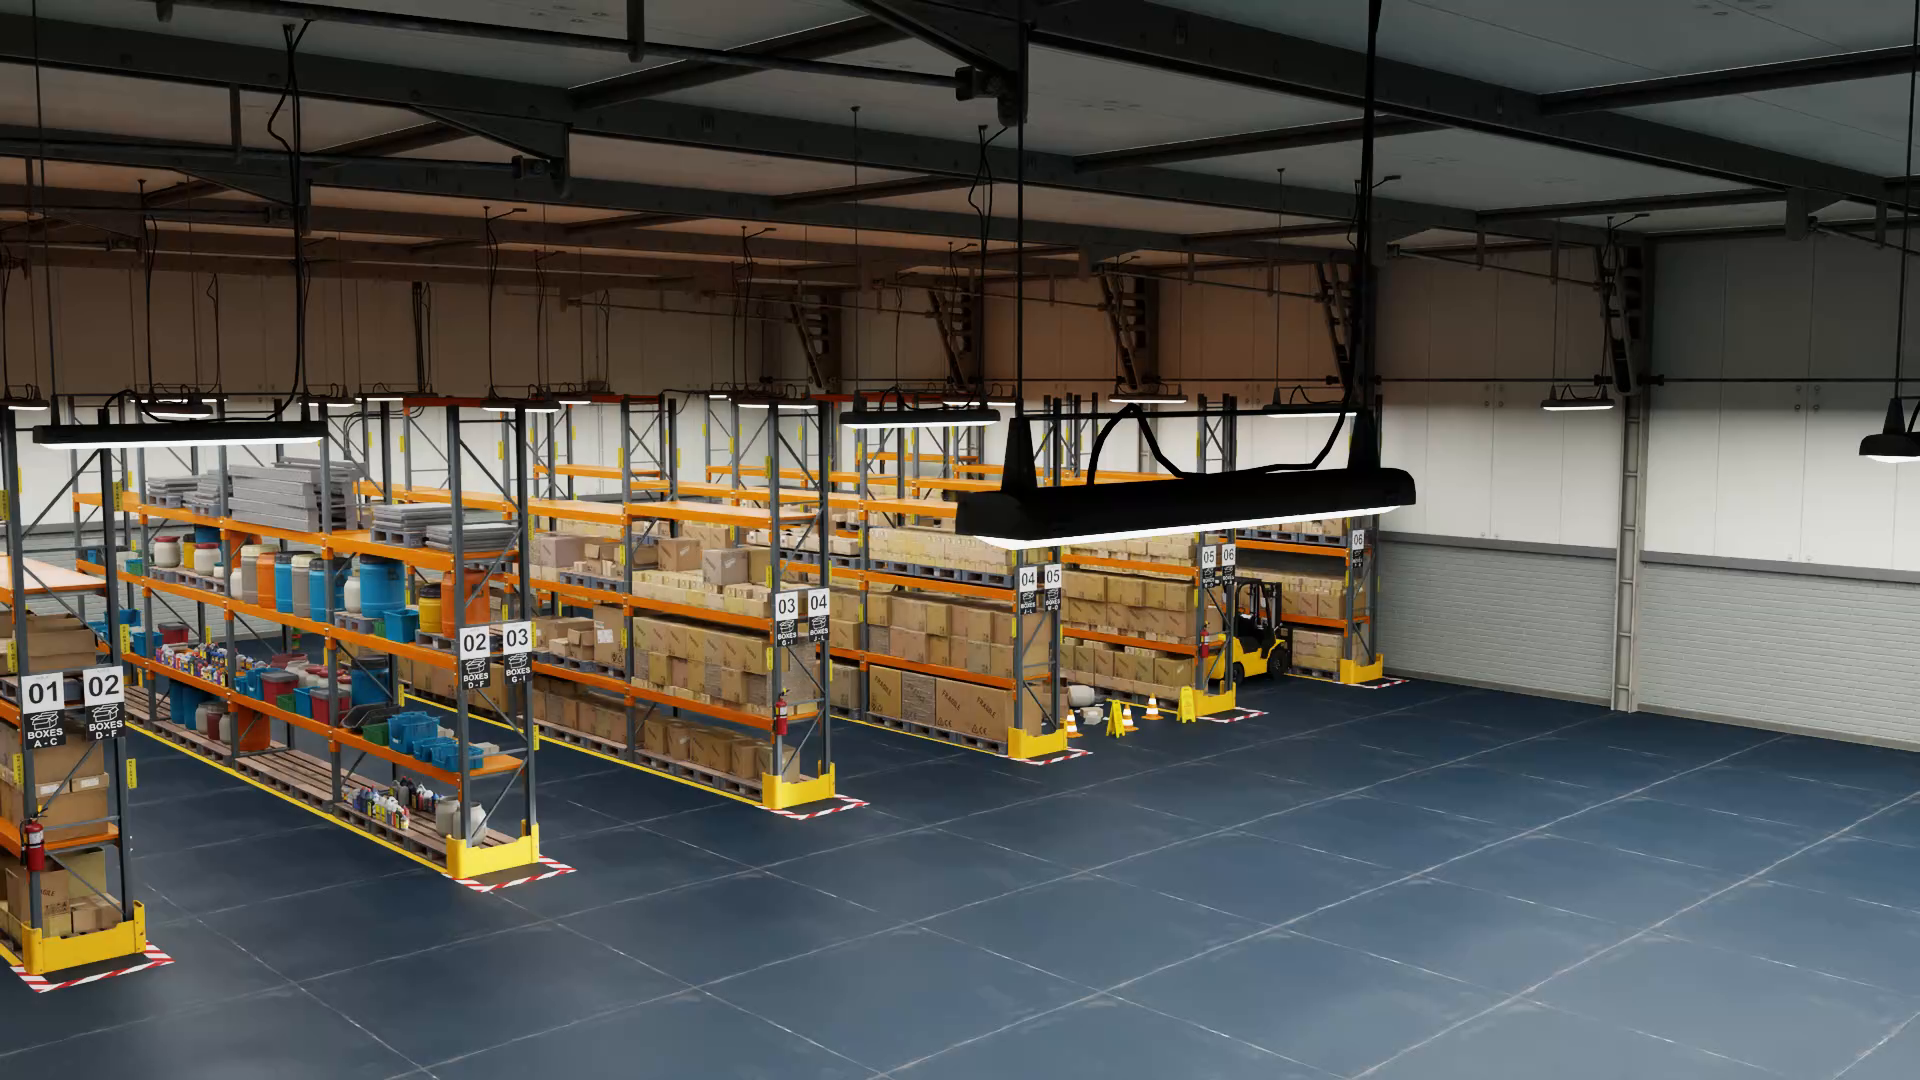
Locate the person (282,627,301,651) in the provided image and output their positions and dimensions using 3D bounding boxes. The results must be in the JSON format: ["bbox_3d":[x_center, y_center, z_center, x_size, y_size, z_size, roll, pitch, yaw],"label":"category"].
[{"bbox_3d":[-15.634,1.699,38.993,0.593,1.836,0.435,-3,6,-27],"label":"person"}]
